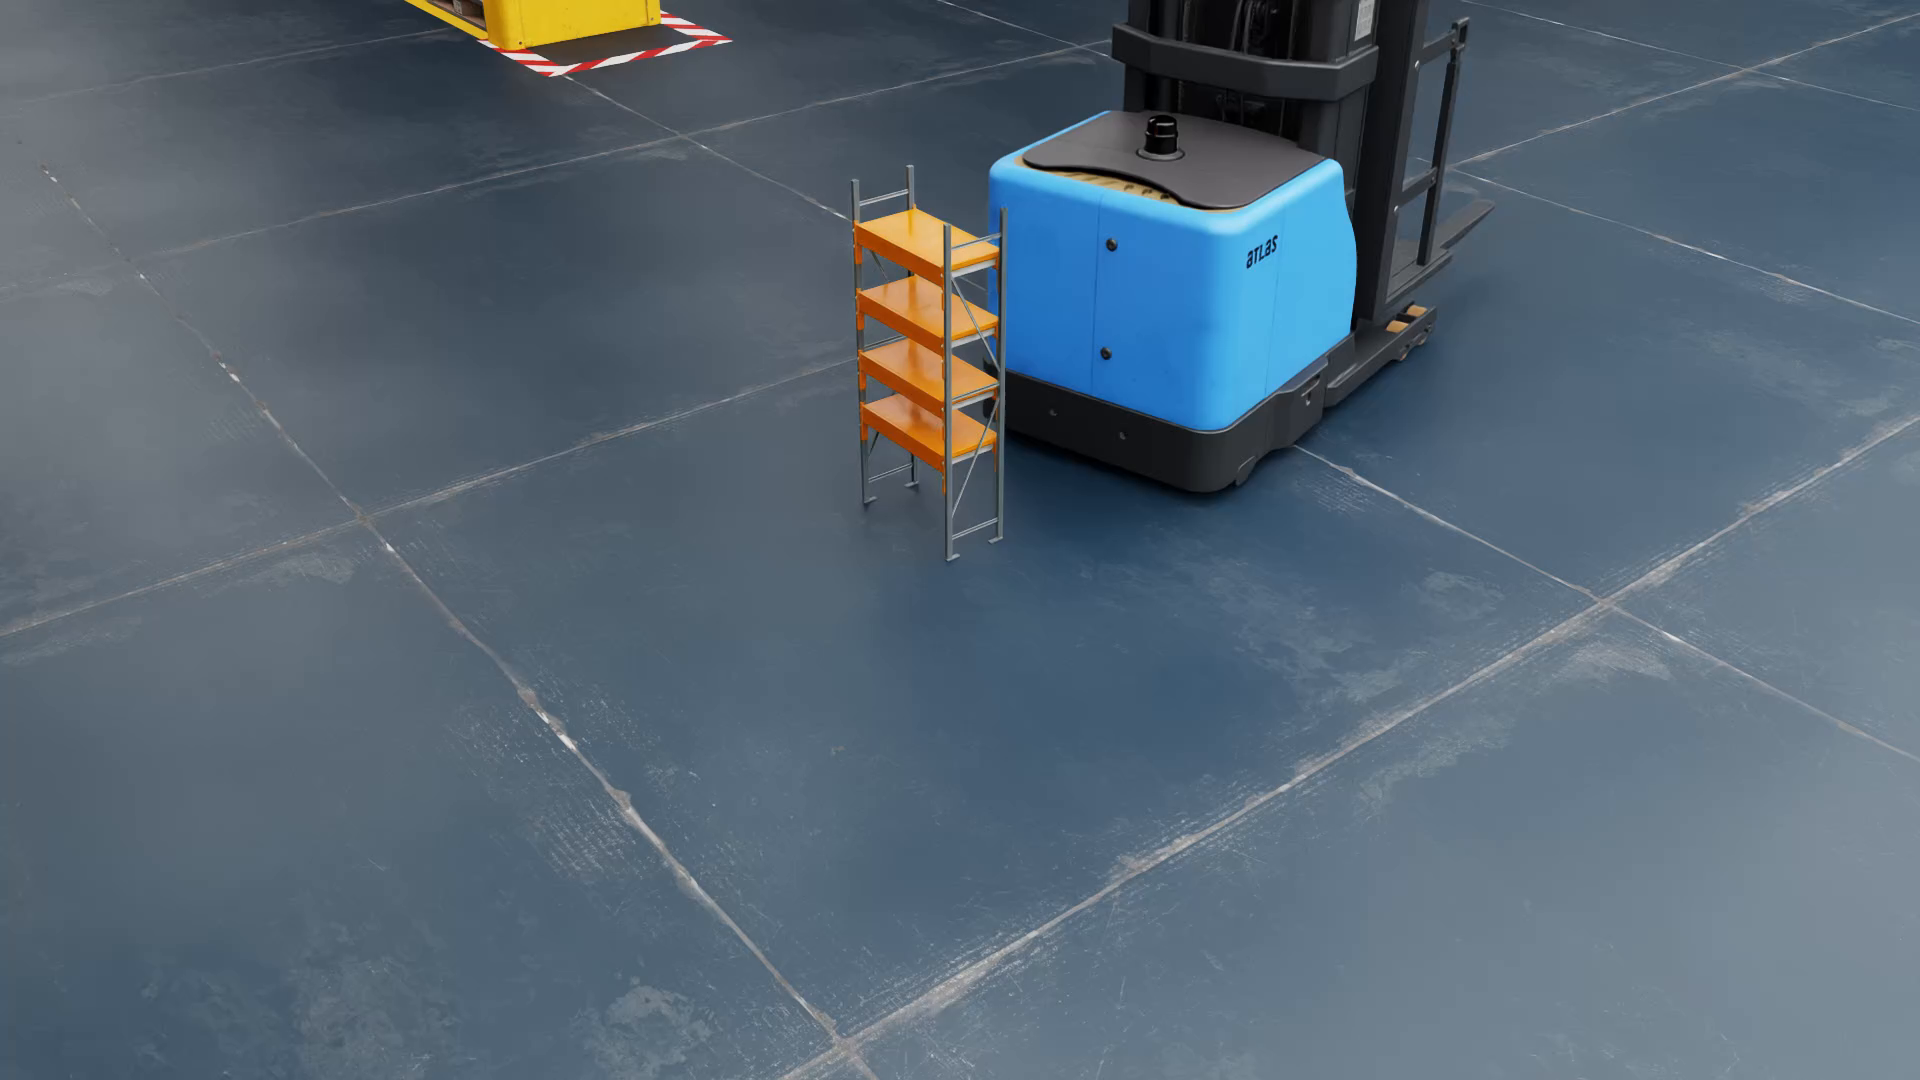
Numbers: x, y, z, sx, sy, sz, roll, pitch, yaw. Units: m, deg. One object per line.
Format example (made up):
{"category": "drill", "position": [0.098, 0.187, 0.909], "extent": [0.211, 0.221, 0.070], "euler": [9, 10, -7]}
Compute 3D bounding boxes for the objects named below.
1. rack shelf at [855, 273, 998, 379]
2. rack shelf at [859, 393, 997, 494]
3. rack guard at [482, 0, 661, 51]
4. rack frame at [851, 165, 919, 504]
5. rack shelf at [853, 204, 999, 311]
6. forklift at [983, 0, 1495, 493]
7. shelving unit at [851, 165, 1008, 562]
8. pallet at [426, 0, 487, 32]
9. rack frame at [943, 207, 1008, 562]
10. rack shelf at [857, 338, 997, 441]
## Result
{"category": "rack shelf", "position": [-0.102, -0.712, 5.462], "extent": [0.258, 0.148, 0.480], "euler": [-22, 38, -31]}
{"category": "rack shelf", "position": [-0.102, -0.353, 5.685], "extent": [0.258, 0.148, 0.480], "euler": [-22, 38, -31]}
{"category": "rack guard", "position": [-2.612, -3.676, 11.195], "extent": [1.175, 0.500, 0.348], "euler": [-22, 38, -31]}
{"category": "rack frame", "position": [-0.251, -0.680, 5.708], "extent": [0.240, 1.200, 0.015], "euler": [-22, 38, -31]}
{"category": "rack shelf", "position": [-0.102, -0.912, 5.337], "extent": [0.258, 0.148, 0.480], "euler": [-22, 38, -31]}
{"category": "forklift", "position": [1.374, -2.133, 6.407], "extent": [1.130, 2.935, 3.031], "euler": [22, 38, 31]}
{"category": "shelving unit", "position": [-0.102, -0.579, 5.545], "extent": [0.258, 1.200, 0.503], "euler": [-22, 38, -31]}
{"category": "pallet", "position": [-3.106, -3.894, 11.819], "extent": [1.003, 0.211, 1.213], "euler": [-22, 38, -31]}
{"category": "rack frame", "position": [0.048, -0.477, 5.381], "extent": [0.240, 1.200, 0.015], "euler": [-22, 38, -31]}
{"category": "rack shelf", "position": [-0.102, -0.522, 5.580], "extent": [0.258, 0.148, 0.480], "euler": [-22, 38, -31]}
